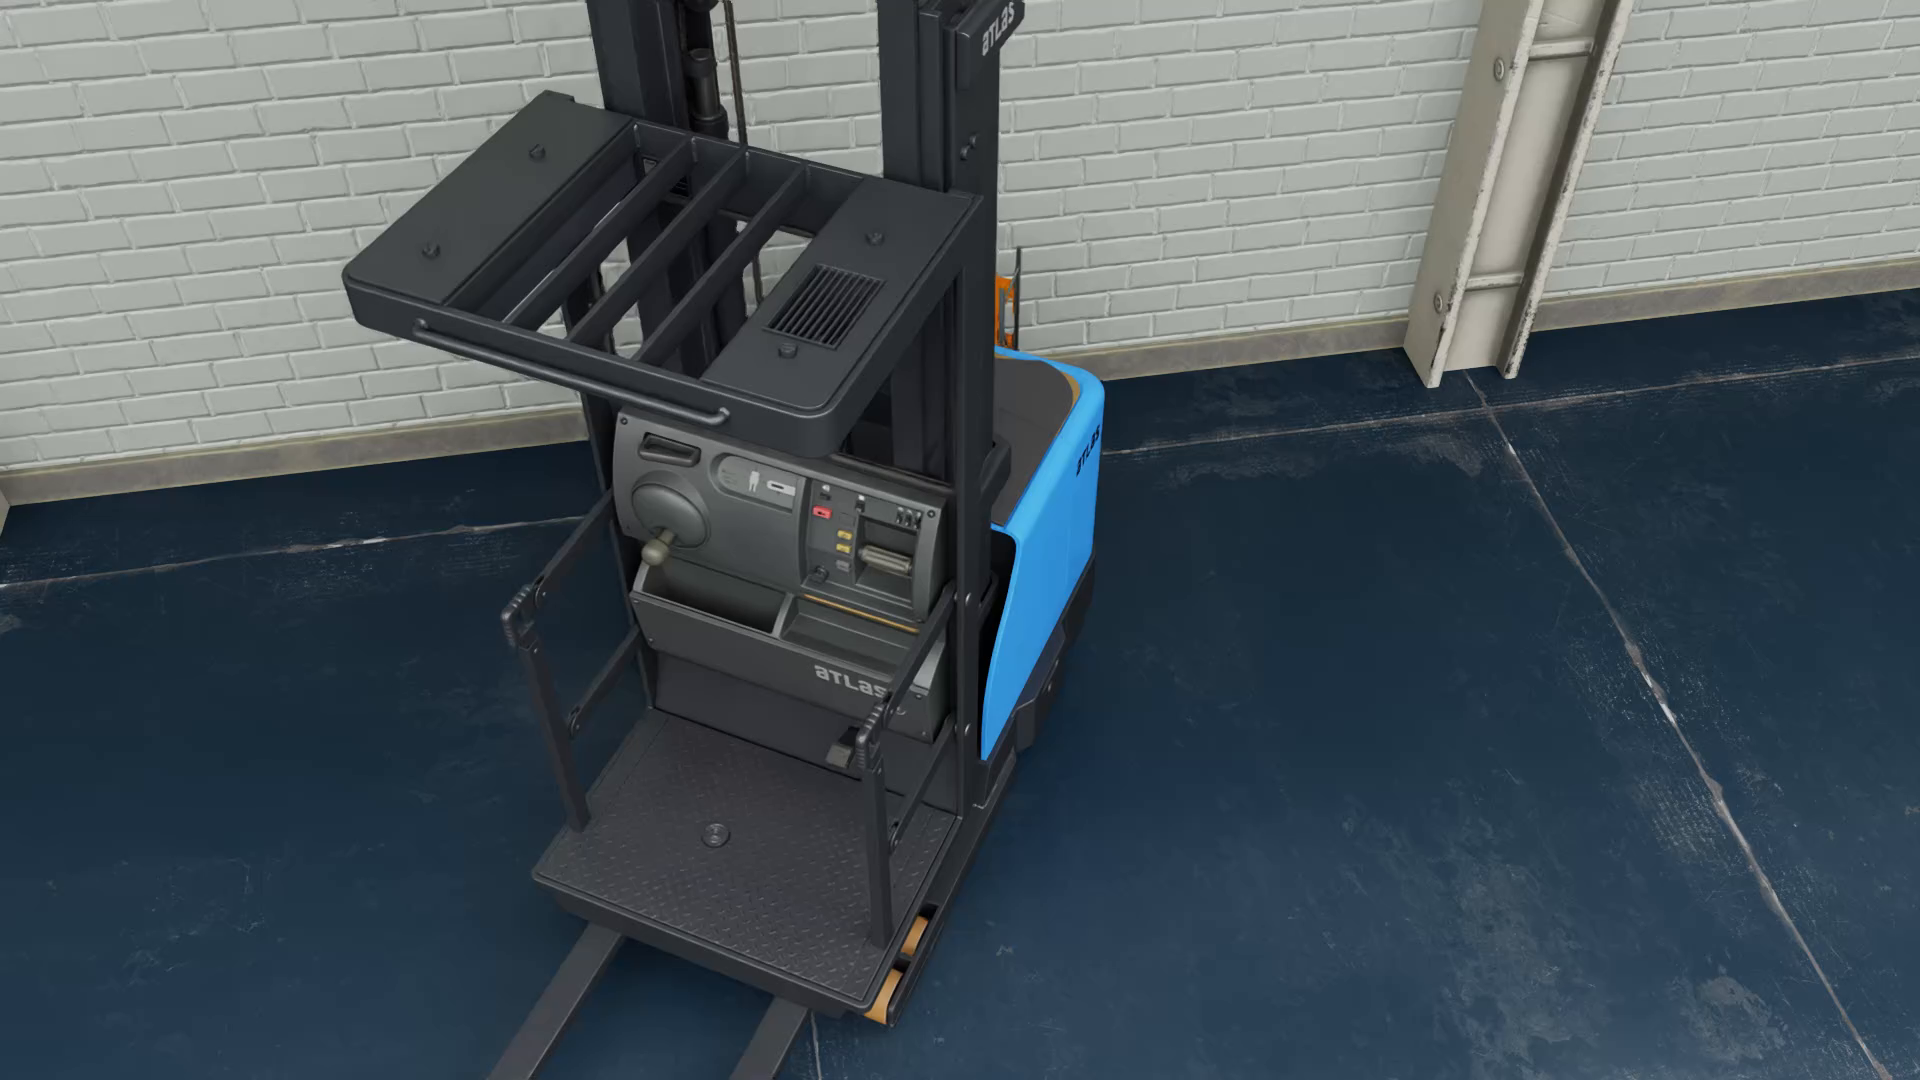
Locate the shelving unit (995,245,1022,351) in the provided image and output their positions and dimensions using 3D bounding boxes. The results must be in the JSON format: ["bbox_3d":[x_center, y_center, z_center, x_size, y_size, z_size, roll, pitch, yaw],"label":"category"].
[{"bbox_3d":[-0.068,-0.526,5.924,0.503,1.200,0.258,11,47,11],"label":"shelving unit"}]

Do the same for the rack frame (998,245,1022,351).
[{"bbox_3d":[0.167,-0.479,5.878,0.015,1.200,0.240,11,47,11],"label":"rack frame"}]

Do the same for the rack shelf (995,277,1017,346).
[{"bbox_3d":[-0.068,-0.799,5.641,0.480,0.148,0.258,11,47,11],"label":"rack shelf"}]

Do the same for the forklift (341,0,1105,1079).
[{"bbox_3d":[-0.567,0.042,4.175,1.130,2.935,3.031,17,48,16],"label":"forklift"}]

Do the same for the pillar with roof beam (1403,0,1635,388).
[{"bbox_3d":[2.826,-0.827,0.798,0.400,9.000,9.100,-7,46,-7],"label":"pillar with roof beam"}]

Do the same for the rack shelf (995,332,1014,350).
[{"bbox_3d":[-0.068,-0.635,5.811,0.480,0.148,0.258,11,47,11],"label":"rack shelf"}]
